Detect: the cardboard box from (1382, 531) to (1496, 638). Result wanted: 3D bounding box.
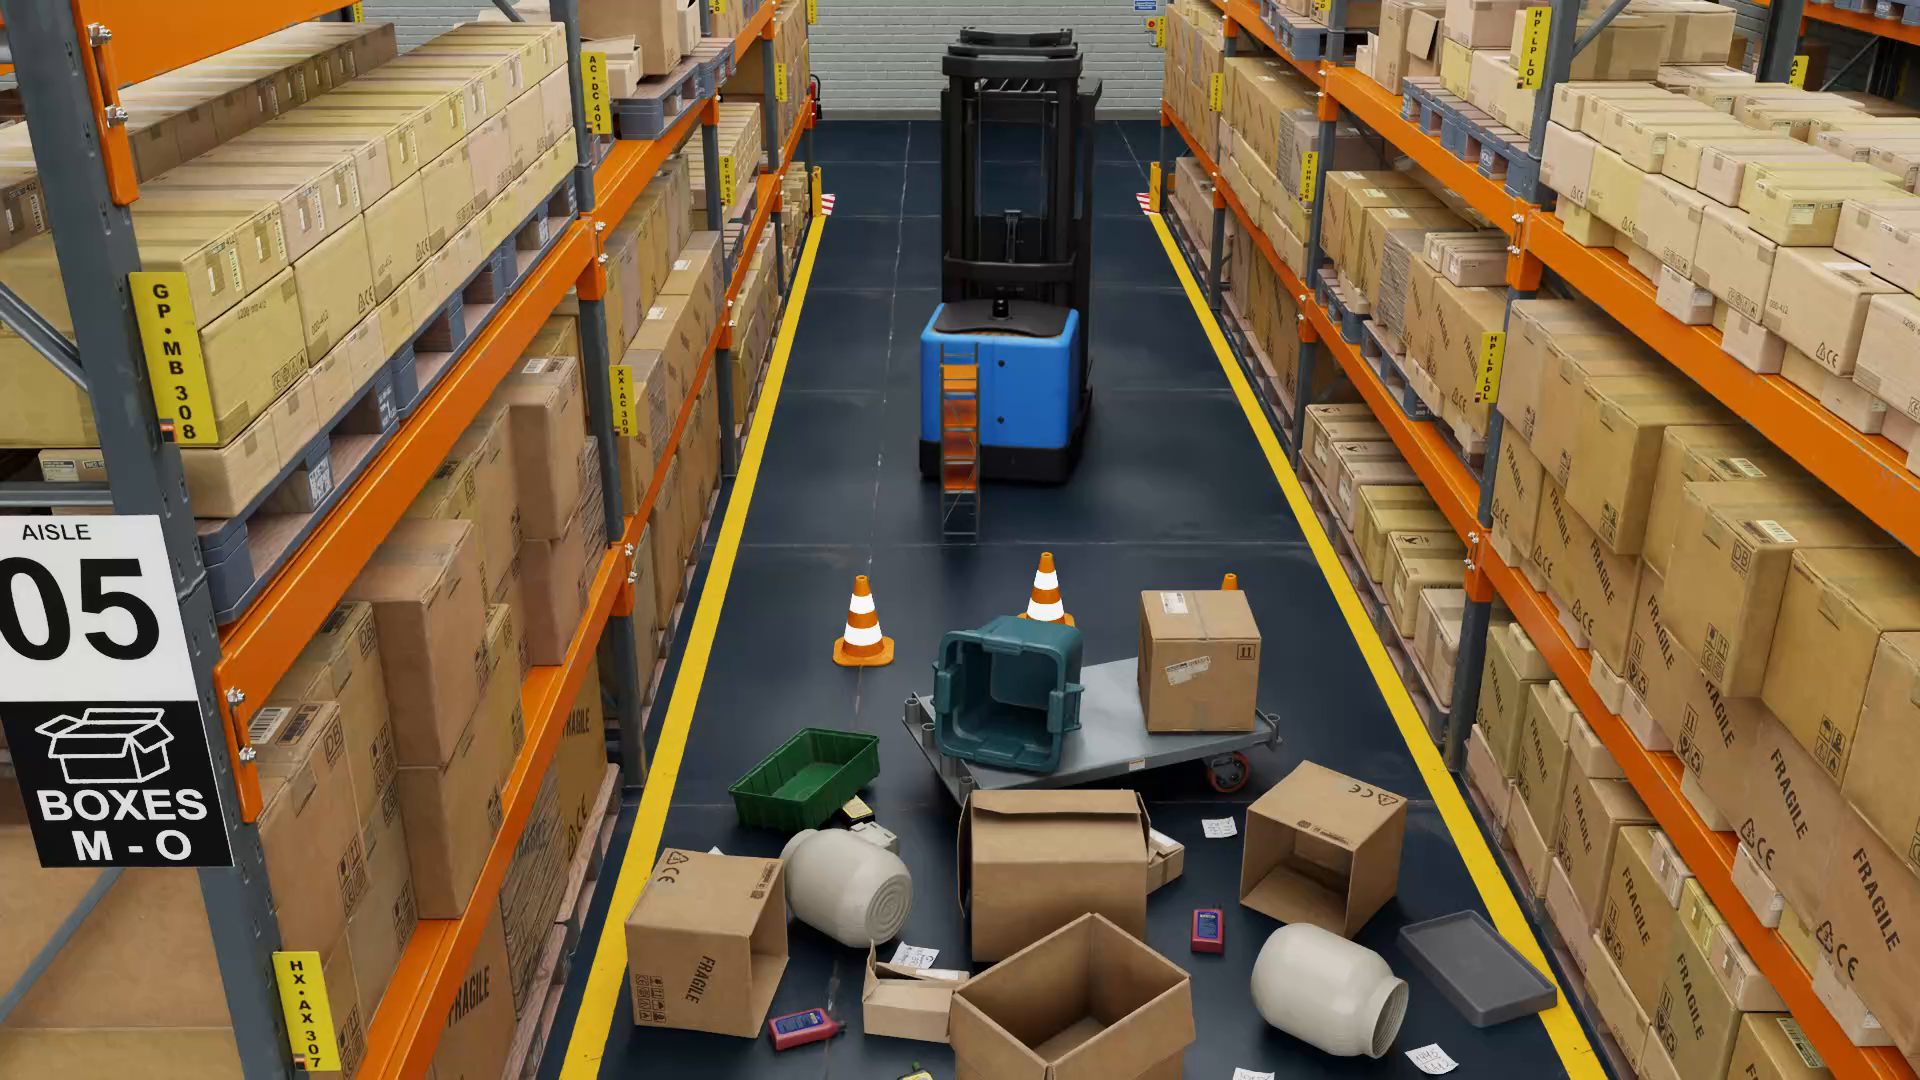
[{"bbox_3d":[2.893,0.252,9.231,0.950,0.372,0.625,1,24,3],"label":"cardboard box"}]

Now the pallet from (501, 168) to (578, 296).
[{"bbox_3d":[-2.038,-1.167,6.157,1.003,0.211,1.213,0,24,-1],"label":"pallet"}]

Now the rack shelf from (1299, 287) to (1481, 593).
[{"bbox_3d":[2.890,-0.738,9.614,1.077,0.370,4.000,0,24,-1],"label":"rack shelf"}]

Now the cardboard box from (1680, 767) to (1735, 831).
[{"bbox_3d":[2.654,0.841,5.554,0.380,0.149,0.250,-1,24,-1],"label":"cardboard box"}]

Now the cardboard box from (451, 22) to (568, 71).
[{"bbox_3d":[-1.714,-1.881,6.334,0.380,0.149,0.250,0,24,-1],"label":"cardboard box"}]

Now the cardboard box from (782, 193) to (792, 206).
[{"bbox_3d":[-1.912,-3.424,16.909,0.380,0.149,0.250,0,24,0],"label":"cardboard box"}]

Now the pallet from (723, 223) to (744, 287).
[{"bbox_3d":[-2.194,-2.032,11.835,1.213,0.211,1.003,0,24,-1],"label":"pallet"}]

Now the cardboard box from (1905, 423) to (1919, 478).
[{"bbox_3d":[2.668,-0.203,4.224,0.380,0.149,0.250,0,24,1],"label":"cardboard box"}]

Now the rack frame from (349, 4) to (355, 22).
[{"bbox_3d":[-7.128,-5.142,18.478,1.000,3.000,0.127,0,24,-1],"label":"rack frame"}]

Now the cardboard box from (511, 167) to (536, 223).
[{"bbox_3d":[-1.703,-1.202,5.802,0.380,0.149,0.250,0,24,0],"label":"cardboard box"}]

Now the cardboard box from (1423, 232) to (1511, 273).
[{"bbox_3d":[2.634,-1.495,8.637,0.380,0.149,0.250,-1,24,-3],"label":"cardboard box"}]

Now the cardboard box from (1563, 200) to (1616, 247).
[{"bbox_3d":[2.615,-1.256,6.552,0.380,0.149,0.250,0,24,-1],"label":"cardboard box"}]

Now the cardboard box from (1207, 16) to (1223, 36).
[{"bbox_3d":[2.557,-4.879,15.776,0.380,0.149,0.250,0,24,-1],"label":"cardboard box"}]

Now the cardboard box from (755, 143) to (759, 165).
[{"bbox_3d":[-1.918,-3.281,14.160,0.380,0.149,0.250,0,24,0],"label":"cardboard box"}]

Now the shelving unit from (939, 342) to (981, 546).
[{"bbox_3d":[-0.002,-0.615,10.654,0.258,1.200,0.503,0,24,-1],"label":"shelving unit"}]

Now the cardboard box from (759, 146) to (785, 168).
[{"bbox_3d":[-1.800,-3.478,15.104,0.380,0.149,0.250,1,24,1],"label":"cardboard box"}]

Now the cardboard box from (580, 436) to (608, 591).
[{"bbox_3d":[-2.020,-0.094,7.135,0.875,0.550,0.550,0,24,-1],"label":"cardboard box"}]

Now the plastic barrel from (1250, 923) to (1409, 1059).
[{"bbox_3d":[1.419,1.736,6.397,0.512,0.421,0.421,19,30,35],"label":"plastic barrel"}]

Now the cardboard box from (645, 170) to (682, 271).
[{"bbox_3d":[-2.078,-1.933,10.050,0.700,0.500,0.500,-1,24,-1],"label":"cardboard box"}]

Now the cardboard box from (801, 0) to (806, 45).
[{"bbox_3d":[-1.914,-5.571,17.733,0.500,0.500,0.500,-1,24,-2],"label":"cardboard box"}]

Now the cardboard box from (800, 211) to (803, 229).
[{"bbox_3d":[-1.851,-3.377,17.527,0.380,0.149,0.250,-1,24,-3],"label":"cardboard box"}]

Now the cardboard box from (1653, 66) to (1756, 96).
[{"bbox_3d":[3.307,-1.974,7.506,0.500,0.250,0.500,-1,24,-2],"label":"cardboard box"}]

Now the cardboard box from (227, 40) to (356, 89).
[{"bbox_3d":[-2.366,-1.669,5.866,0.380,0.149,0.250,0,24,-1],"label":"cardboard box"}]

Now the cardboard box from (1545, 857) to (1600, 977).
[{"bbox_3d":[2.674,1.503,6.614,0.500,0.250,0.500,-1,24,-1],"label":"cardboard box"}]

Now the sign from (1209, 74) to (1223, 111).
[{"bbox_3d":[2.270,-3.965,14.731,0.100,0.325,0.005,0,24,-1],"label":"sign"}]

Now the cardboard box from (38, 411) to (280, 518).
[{"bbox_3d":[-1.676,-0.161,3.500,0.380,0.149,0.250,0,24,0],"label":"cardboard box"}]

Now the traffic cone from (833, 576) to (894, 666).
[{"bbox_3d":[-0.541,0.419,9.262,0.336,0.463,0.334,0,24,-1],"label":"traffic cone"}]

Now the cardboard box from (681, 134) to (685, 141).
[{"bbox_3d":[-2.579,-3.522,14.332,0.380,0.149,0.250,0,24,0],"label":"cardboard box"}]

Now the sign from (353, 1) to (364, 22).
[{"bbox_3d":[-6.585,-5.774,18.184,0.100,0.325,0.005,0,24,-1],"label":"sign"}]

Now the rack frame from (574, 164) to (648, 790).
[{"bbox_3d":[-2.036,-0.177,7.502,1.000,3.000,0.127,0,24,-1],"label":"rack frame"}]

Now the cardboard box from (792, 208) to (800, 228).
[{"bbox_3d":[-1.835,-3.287,16.968,0.380,0.149,0.250,0,24,0],"label":"cardboard box"}]

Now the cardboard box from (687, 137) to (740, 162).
[{"bbox_3d":[-1.906,-3.009,12.837,0.380,0.149,0.250,-1,24,-1],"label":"cardboard box"}]

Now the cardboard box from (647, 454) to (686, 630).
[{"bbox_3d":[-2.140,0.003,9.323,1.050,0.750,0.750,0,24,-1],"label":"cardboard box"}]

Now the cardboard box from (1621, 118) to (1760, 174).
[{"bbox_3d":[2.591,-1.401,5.906,0.380,0.149,0.250,0,24,-1],"label":"cardboard box"}]

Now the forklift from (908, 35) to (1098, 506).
[{"bbox_3d":[0.379,-2.137,11.918,1.130,2.935,3.031,4,25,8],"label":"forklift"}]

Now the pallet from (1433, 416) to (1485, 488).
[{"bbox_3d":[3.049,-0.470,8.381,1.003,0.211,1.213,0,24,-1],"label":"pallet"}]

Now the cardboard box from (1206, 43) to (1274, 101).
[{"bbox_3d":[2.544,-4.232,15.133,0.500,0.500,0.500,0,24,-1],"label":"cardboard box"}]

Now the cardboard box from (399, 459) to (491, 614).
[{"bbox_3d":[-2.063,0.082,5.436,0.875,0.550,0.500,0,24,-1],"label":"cardboard box"}]

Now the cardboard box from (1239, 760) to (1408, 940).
[{"bbox_3d":[1.563,1.344,7.168,0.500,0.500,0.500,19,30,35],"label":"cardboard box"}]

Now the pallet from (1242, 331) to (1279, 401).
[{"bbox_3d":[2.925,-1.446,13.690,1.003,0.211,1.213,0,24,-1],"label":"pallet"}]

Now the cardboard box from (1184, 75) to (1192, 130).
[{"bbox_3d":[2.542,-4.408,16.736,0.500,0.500,0.500,1,24,1],"label":"cardboard box"}]

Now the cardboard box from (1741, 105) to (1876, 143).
[{"bbox_3d":[3.127,-1.513,6.152,0.380,0.149,0.250,0,24,1],"label":"cardboard box"}]

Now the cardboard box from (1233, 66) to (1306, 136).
[{"bbox_3d":[2.575,-3.647,13.839,0.500,0.500,0.500,0,24,-1],"label":"cardboard box"}]

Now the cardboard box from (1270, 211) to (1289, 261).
[{"bbox_3d":[2.582,-2.239,12.242,0.500,0.250,0.500,0,24,0],"label":"cardboard box"}]

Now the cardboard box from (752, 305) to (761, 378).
[{"bbox_3d":[-1.852,-1.589,13.148,0.500,0.500,0.500,-1,24,-2],"label":"cardboard box"}]

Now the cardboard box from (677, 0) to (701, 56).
[{"bbox_3d":[-1.769,-2.959,9.491,0.500,0.311,0.500,0,24,-1],"label":"cardboard box"}]

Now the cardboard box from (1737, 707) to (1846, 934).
[{"bbox_3d":[2.674,0.797,4.865,0.500,0.500,0.500,0,24,0],"label":"cardboard box"}]

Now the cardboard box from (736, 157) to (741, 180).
[{"bbox_3d":[-1.907,-2.880,12.912,0.380,0.149,0.250,1,24,1],"label":"cardboard box"}]

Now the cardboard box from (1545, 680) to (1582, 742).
[{"bbox_3d":[2.597,0.691,6.713,0.380,0.149,0.250,1,24,1],"label":"cardboard box"}]

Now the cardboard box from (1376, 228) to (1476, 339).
[{"bbox_3d":[2.665,-1.436,9.293,0.500,0.500,0.500,-1,24,-3],"label":"cardboard box"}]

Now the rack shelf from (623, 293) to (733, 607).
[{"bbox_3d":[-2.058,-0.674,9.473,1.077,0.370,4.000,0,24,-1],"label":"rack shelf"}]

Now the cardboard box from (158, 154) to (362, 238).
[{"bbox_3d":[-1.685,-0.834,4.019,0.380,0.149,0.250,0,24,0],"label":"cardboard box"}]

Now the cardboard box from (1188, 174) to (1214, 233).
[{"bbox_3d":[2.907,-3.561,17.584,0.875,0.438,0.875,0,24,1],"label":"cardboard box"}]

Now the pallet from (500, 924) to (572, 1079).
[{"bbox_3d":[-2.090,1.911,6.269,1.003,0.211,1.213,0,24,-1],"label":"pallet"}]
